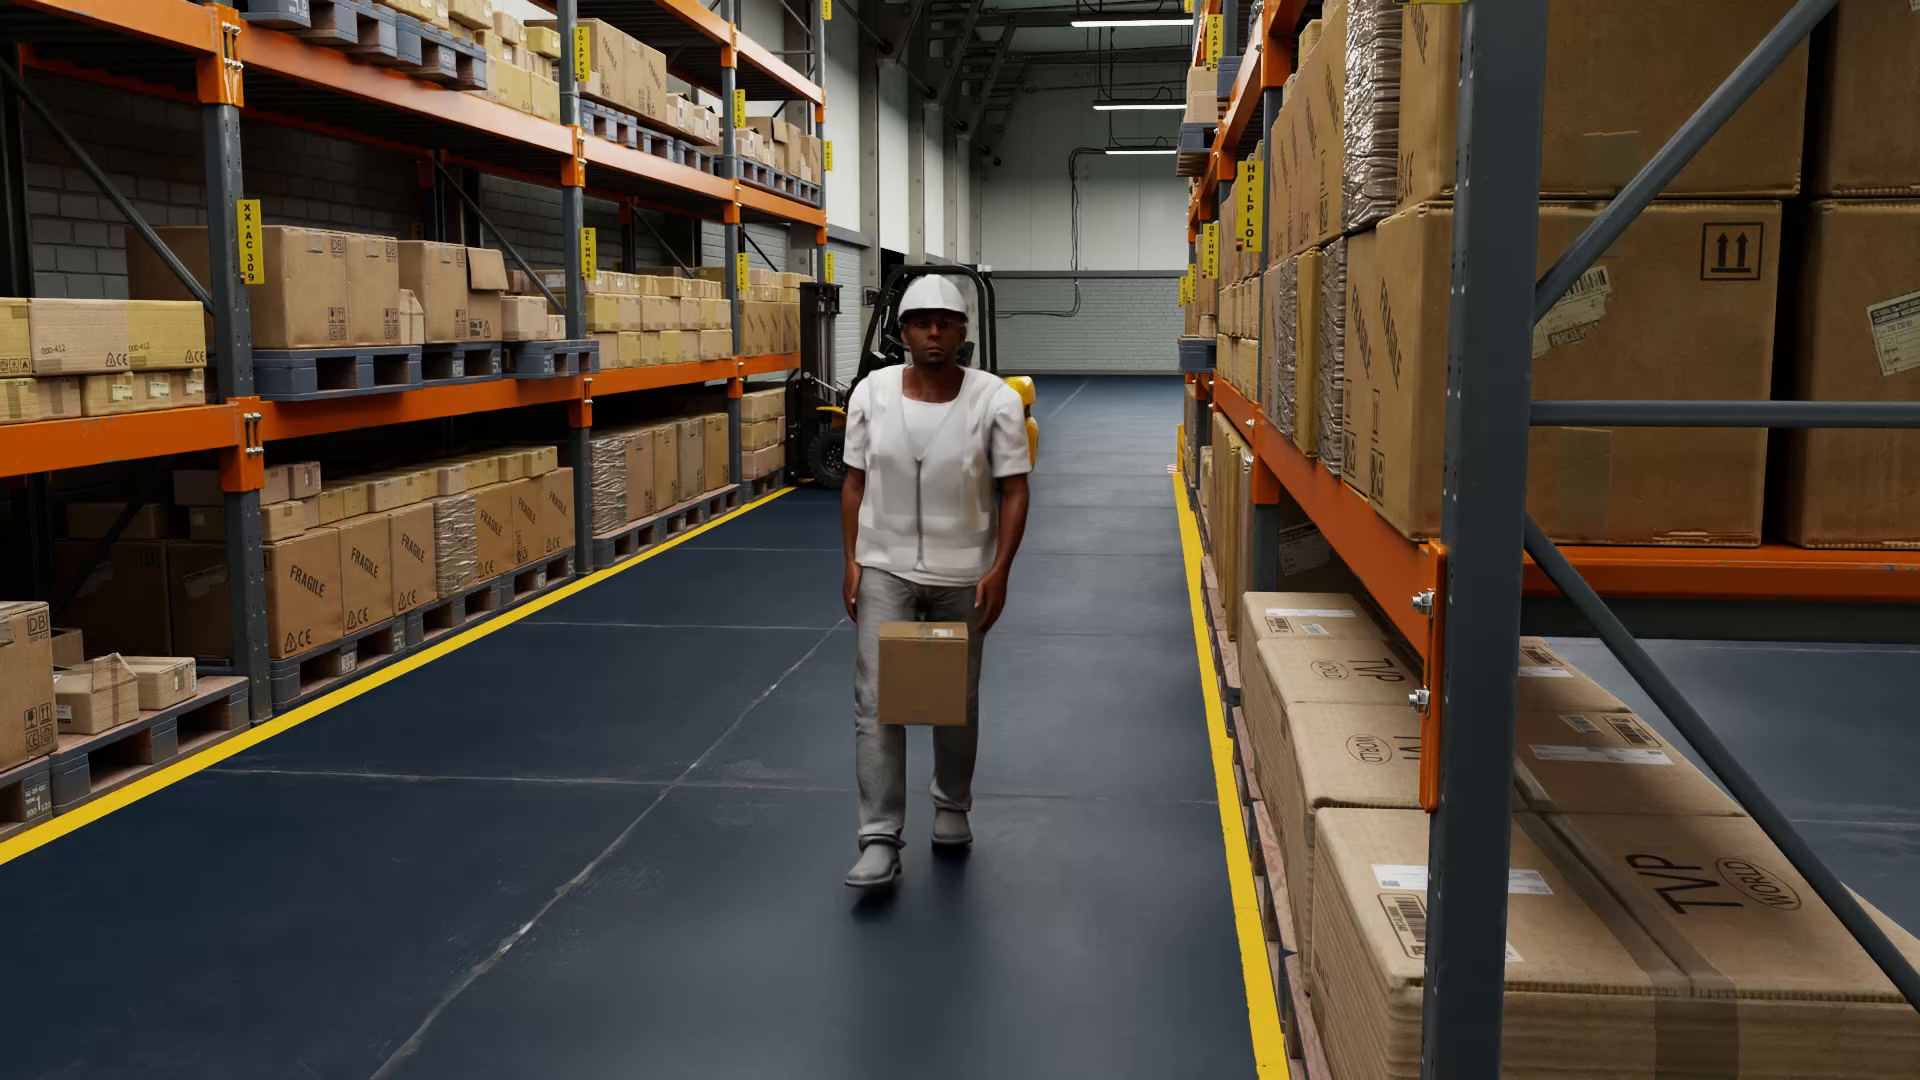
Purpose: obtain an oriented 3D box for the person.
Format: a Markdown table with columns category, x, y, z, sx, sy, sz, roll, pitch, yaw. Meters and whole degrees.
| category | x | y | z | sx | sy | sz | roll | pitch | yaw |
| --- | --- | --- | --- | --- | --- | --- | --- | --- | --- |
| person | -0.080 | 0.102 | 4.861 | 0.572 | 1.741 | 0.834 | 1 | 8 | 4 |
